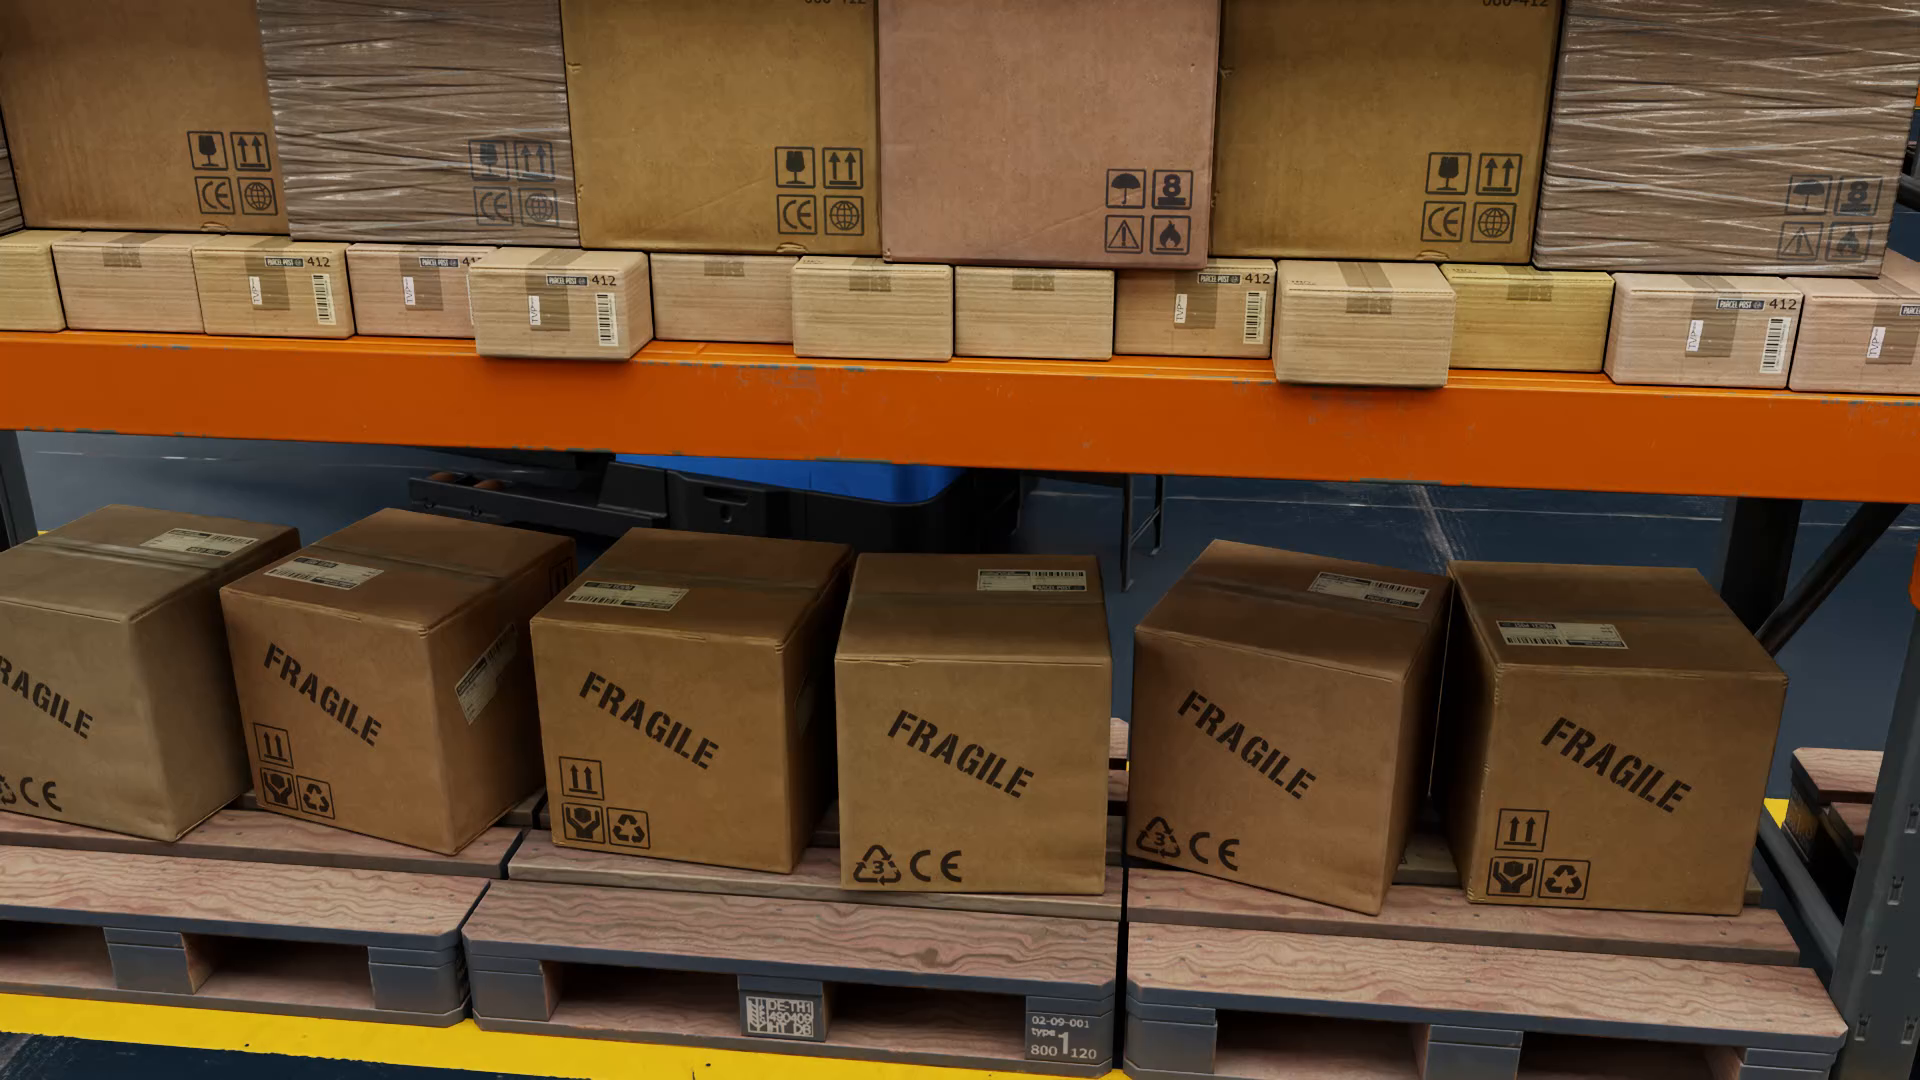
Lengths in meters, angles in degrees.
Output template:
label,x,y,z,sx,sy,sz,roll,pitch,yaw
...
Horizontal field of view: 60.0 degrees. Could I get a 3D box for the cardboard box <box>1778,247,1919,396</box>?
label,x,y,z,sx,sy,sz,roll,pitch,yaw
cardboard box,1.371,-0.349,2.586,0.250,0.149,0.380,2,22,6

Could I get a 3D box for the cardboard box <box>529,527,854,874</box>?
label,x,y,z,sx,sy,sz,roll,pitch,yaw
cardboard box,-0.518,0.310,3.404,0.500,0.500,0.500,5,22,11

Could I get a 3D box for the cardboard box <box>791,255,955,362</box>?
label,x,y,z,sx,sy,sz,roll,pitch,yaw
cardboard box,-0.117,-0.420,2.763,0.250,0.149,0.380,2,22,6

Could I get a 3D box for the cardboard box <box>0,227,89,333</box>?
label,x,y,z,sx,sy,sz,roll,pitch,yaw
cardboard box,-1.606,-0.487,2.934,0.250,0.149,0.380,2,22,6

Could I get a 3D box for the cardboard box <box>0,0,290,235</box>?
label,x,y,z,sx,sy,sz,roll,pitch,yaw
cardboard box,-1.300,-0.911,3.123,0.500,0.500,0.875,2,22,6

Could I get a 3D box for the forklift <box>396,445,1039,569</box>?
label,x,y,z,sx,sy,sz,roll,pitch,yaw
forklift,-1.291,-1.559,5.397,3.031,2.935,1.130,9,23,22

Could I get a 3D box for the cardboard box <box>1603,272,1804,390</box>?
label,x,y,z,sx,sy,sz,roll,pitch,yaw
cardboard box,1.124,-0.364,2.622,0.250,0.149,0.380,2,22,6

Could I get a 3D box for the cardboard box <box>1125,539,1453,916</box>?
label,x,y,z,sx,sy,sz,roll,pitch,yaw
cardboard box,0.657,0.349,3.306,0.500,0.500,0.500,10,24,23

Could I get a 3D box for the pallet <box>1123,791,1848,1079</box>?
label,x,y,z,sx,sy,sz,roll,pitch,yaw
pallet,0.948,0.716,3.341,1.213,0.211,1.003,2,22,6

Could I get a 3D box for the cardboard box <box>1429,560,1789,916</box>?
label,x,y,z,sx,sy,sz,roll,pitch,yaw
cardboard box,1.226,0.371,3.250,0.500,0.500,0.500,2,22,5

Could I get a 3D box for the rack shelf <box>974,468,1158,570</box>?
label,x,y,z,sx,sy,sz,roll,pitch,yaw
rack shelf,0.344,-0.253,5.164,0.480,0.518,0.431,9,23,21

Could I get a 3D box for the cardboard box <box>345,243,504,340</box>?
label,x,y,z,sx,sy,sz,roll,pitch,yaw
cardboard box,-0.856,-0.470,2.889,0.250,0.149,0.380,2,22,6

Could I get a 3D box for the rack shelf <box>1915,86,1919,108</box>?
label,x,y,z,sx,sy,sz,roll,pitch,yaw
rack shelf,4.188,-1.952,7.275,4.000,0.370,1.077,2,22,6

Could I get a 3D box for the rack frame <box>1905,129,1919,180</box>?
label,x,y,z,sx,sy,sz,roll,pitch,yaw
rack frame,6.761,-4.008,11.498,0.127,3.000,1.000,2,22,6

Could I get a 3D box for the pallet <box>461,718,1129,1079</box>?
label,x,y,z,sx,sy,sz,roll,pitch,yaw
pallet,-0.267,0.664,3.472,1.213,0.211,1.003,2,22,6

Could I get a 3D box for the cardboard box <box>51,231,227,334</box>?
label,x,y,z,sx,sy,sz,roll,pitch,yaw
cardboard box,-1.355,-0.484,2.926,0.250,0.149,0.380,2,22,6

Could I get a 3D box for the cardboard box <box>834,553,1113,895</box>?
label,x,y,z,sx,sy,sz,roll,pitch,yaw
cardboard box,0.031,0.351,3.302,0.500,0.500,0.500,1,22,1

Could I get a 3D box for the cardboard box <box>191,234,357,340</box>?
label,x,y,z,sx,sy,sz,roll,pitch,yaw
cardboard box,-1.108,-0.470,2.892,0.250,0.149,0.380,2,22,6

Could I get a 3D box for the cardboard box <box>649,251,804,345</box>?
label,x,y,z,sx,sy,sz,roll,pitch,yaw
cardboard box,-0.356,-0.459,2.861,0.250,0.149,0.380,2,22,6

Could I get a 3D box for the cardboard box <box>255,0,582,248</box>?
label,x,y,z,sx,sy,sz,roll,pitch,yaw
cardboard box,-0.808,-0.873,3.028,0.500,0.500,0.875,2,22,6

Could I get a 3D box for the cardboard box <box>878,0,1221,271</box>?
label,x,y,z,sx,sy,sz,roll,pitch,yaw
cardboard box,0.178,-0.811,2.870,0.500,0.500,0.875,2,22,6

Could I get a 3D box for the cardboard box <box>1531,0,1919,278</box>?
label,x,y,z,sx,sy,sz,roll,pitch,yaw
cardboard box,1.179,-0.791,2.821,0.500,0.500,0.875,2,22,6

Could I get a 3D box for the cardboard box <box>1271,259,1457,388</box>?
label,x,y,z,sx,sy,sz,roll,pitch,yaw
cardboard box,0.621,-0.367,2.629,0.250,0.149,0.380,2,22,6

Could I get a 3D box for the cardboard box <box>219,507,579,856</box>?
label,x,y,z,sx,sy,sz,roll,pitch,yaw
cardboard box,-1.138,0.276,3.490,0.500,0.500,0.500,8,23,20

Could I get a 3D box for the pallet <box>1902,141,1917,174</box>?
label,x,y,z,sx,sy,sz,roll,pitch,yaw
pallet,7.497,-2.665,11.894,1.213,0.211,1.003,2,22,6

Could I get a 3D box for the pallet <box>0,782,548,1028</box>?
label,x,y,z,sx,sy,sz,roll,pitch,yaw
pallet,-1.475,0.611,3.608,1.213,0.211,1.003,2,22,6

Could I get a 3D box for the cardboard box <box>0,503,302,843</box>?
label,x,y,z,sx,sy,sz,roll,pitch,yaw
cardboard box,-1.735,0.263,3.524,0.500,0.500,0.500,7,23,16

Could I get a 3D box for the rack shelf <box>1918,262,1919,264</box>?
label,x,y,z,sx,sy,sz,roll,pitch,yaw
rack shelf,3.605,-0.143,2.701,4.000,0.370,1.077,2,22,6

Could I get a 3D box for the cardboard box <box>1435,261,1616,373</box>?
label,x,y,z,sx,sy,sz,roll,pitch,yaw
cardboard box,0.882,-0.397,2.705,0.250,0.149,0.380,2,22,6

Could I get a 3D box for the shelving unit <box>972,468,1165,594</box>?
label,x,y,z,sx,sy,sz,roll,pitch,yaw
shelving unit,0.344,-0.916,4.901,0.503,2.100,0.431,9,23,21

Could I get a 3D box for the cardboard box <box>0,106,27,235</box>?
label,x,y,z,sx,sy,sz,roll,pitch,yaw
cardboard box,-1.810,-0.888,3.067,0.500,0.500,0.875,2,22,6

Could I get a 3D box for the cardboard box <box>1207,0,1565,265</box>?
label,x,y,z,sx,sy,sz,roll,pitch,yaw
cardboard box,0.687,-0.826,2.908,0.500,0.500,0.875,2,22,6

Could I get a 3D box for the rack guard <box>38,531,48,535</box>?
label,x,y,z,sx,sy,sz,roll,pitch,yaw
rack guard,-2.278,0.428,3.676,0.348,0.500,1.175,2,22,6

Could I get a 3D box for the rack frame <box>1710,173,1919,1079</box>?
label,x,y,z,sx,sy,sz,roll,pitch,yaw
rack frame,1.619,-0.564,2.787,0.127,3.000,1.000,2,22,6

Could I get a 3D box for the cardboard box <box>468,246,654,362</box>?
label,x,y,z,sx,sy,sz,roll,pitch,yaw
cardboard box,-0.620,-0.421,2.766,0.250,0.149,0.380,2,22,6

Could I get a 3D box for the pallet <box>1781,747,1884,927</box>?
label,x,y,z,sx,sy,sz,roll,pitch,yaw
pallet,2.392,0.766,3.216,1.213,0.211,1.003,2,22,6

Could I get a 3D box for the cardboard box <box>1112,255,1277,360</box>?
label,x,y,z,sx,sy,sz,roll,pitch,yaw
cardboard box,0.388,-0.426,2.778,0.250,0.149,0.380,2,22,6

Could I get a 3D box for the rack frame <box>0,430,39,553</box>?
label,x,y,z,sx,sy,sz,roll,pitch,yaw
rack frame,-2.353,-0.737,3.225,0.127,3.000,1.000,2,22,6

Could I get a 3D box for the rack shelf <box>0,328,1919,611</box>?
label,x,y,z,sx,sy,sz,roll,pitch,yaw
rack shelf,-0.367,-0.316,3.139,4.000,0.370,1.077,2,22,6

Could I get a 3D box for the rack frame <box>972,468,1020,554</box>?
label,x,y,z,sx,sy,sz,roll,pitch,yaw
rack frame,0.118,-0.950,4.987,0.015,2.100,0.400,9,23,21

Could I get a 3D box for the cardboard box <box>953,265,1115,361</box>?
label,x,y,z,sx,sy,sz,roll,pitch,yaw
cardboard box,0.135,-0.422,2.768,0.250,0.149,0.380,2,22,6

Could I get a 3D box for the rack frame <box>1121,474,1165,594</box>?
label,x,y,z,sx,sy,sz,roll,pitch,yaw
rack frame,0.570,-0.882,4.815,0.015,2.100,0.400,9,23,21

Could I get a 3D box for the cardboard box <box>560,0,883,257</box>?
label,x,y,z,sx,sy,sz,roll,pitch,yaw
cardboard box,-0.313,-0.847,2.962,0.500,0.500,0.875,2,22,6
